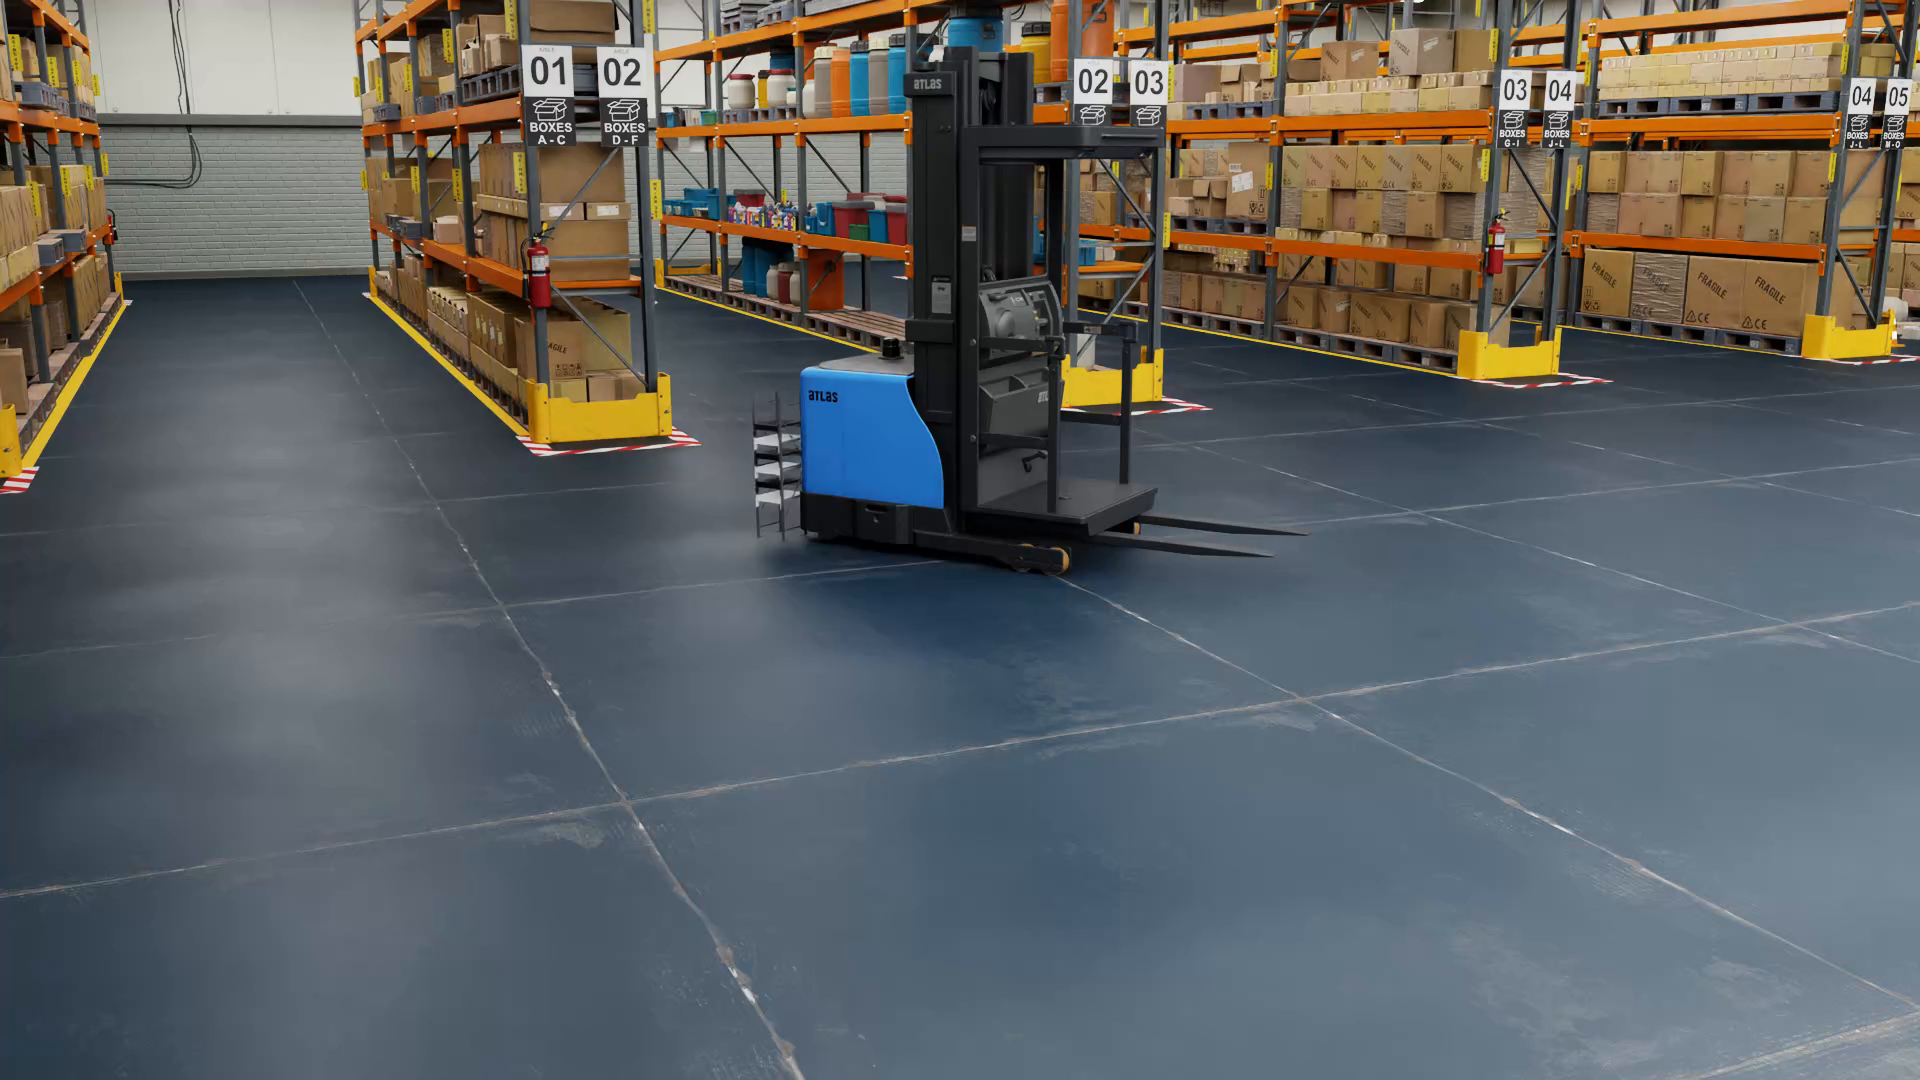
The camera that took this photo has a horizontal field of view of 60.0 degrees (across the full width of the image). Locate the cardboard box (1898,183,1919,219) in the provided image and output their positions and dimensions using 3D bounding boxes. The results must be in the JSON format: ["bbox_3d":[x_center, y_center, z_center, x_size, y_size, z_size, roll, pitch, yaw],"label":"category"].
[{"bbox_3d":[13.818,-4.839,23.744,0.500,0.500,0.500,-6,14,-23],"label":"cardboard box"}]

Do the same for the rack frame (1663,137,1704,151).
[{"bbox_3d":[14.828,-7.070,34.264,1.000,3.000,0.127,-6,14,-23],"label":"rack frame"}]

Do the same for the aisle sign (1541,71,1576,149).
[{"bbox_3d":[6.308,-4.527,17.513,0.394,0.787,0.004,-6,14,-23],"label":"aisle sign"}]

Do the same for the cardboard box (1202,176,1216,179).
[{"bbox_3d":[4.928,-6.631,31.487,0.500,0.500,0.500,-6,14,-23],"label":"cardboard box"}]

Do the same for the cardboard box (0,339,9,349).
[{"bbox_3d":[-8.758,-1.516,14.837,0.500,0.500,0.500,-7,15,-27],"label":"cardboard box"}]

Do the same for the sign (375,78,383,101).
[{"bbox_3d":[-8.371,-6.494,23.979,0.100,0.325,0.005,-6,14,-23],"label":"sign"}]

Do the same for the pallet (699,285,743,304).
[{"bbox_3d":[-3.667,-4.068,27.479,1.003,0.211,1.213,-6,14,-23],"label":"pallet"}]

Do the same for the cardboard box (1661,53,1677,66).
[{"bbox_3d":[9.235,-6.164,21.335,0.380,0.149,0.250,-5,14,-22],"label":"cardboard box"}]

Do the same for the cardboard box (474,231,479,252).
[{"bbox_3d":[-5.193,-3.278,18.181,0.396,0.266,0.258,-6,14,-24],"label":"cardboard box"}]

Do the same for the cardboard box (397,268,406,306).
[{"bbox_3d":[-7.907,-3.706,24.299,0.500,0.500,0.500,-6,14,-26],"label":"cardboard box"}]

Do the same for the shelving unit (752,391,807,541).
[{"bbox_3d":[-1.123,-0.464,10.375,0.210,0.900,0.258,8,15,33],"label":"shelving unit"}]

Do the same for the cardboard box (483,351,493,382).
[{"bbox_3d":[-4.374,-1.713,16.286,0.500,0.250,0.500,-6,14,-23],"label":"cardboard box"}]

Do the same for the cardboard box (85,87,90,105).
[{"bbox_3d":[-13.058,-6.510,24.371,0.500,0.250,0.500,-6,14,-25],"label":"cardboard box"}]

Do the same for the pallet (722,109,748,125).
[{"bbox_3d":[-2.934,-6.495,25.545,1.213,0.211,1.003,-6,14,-23],"label":"pallet"}]

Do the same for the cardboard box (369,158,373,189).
[{"bbox_3d":[-9.327,-5.971,27.078,0.500,0.500,0.500,-5,14,-22],"label":"cardboard box"}]

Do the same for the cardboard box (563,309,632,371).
[{"bbox_3d":[-3.283,-1.817,15.071,0.500,0.500,0.500,-6,14,-23],"label":"cardboard box"}]

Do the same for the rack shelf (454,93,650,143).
[{"bbox_3d":[-3.872,-3.877,15.410,1.077,0.370,4.000,-6,14,-23],"label":"rack shelf"}]

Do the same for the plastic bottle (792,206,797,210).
[{"bbox_3d":[-2.535,-4.986,25.536,0.152,0.276,0.135,-6,14,-23],"label":"plastic bottle"}]

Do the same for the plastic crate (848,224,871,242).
[{"bbox_3d":[-1.089,-3.857,20.851,0.450,0.188,0.662,-6,14,-23],"label":"plastic crate"}]

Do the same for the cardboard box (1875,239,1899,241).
[{"bbox_3d":[16.667,-5.161,30.352,0.875,0.625,0.625,-5,14,-21],"label":"cardboard box"}]

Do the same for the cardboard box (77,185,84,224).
[{"bbox_3d":[-11.592,-4.305,21.393,0.500,0.500,0.500,-6,14,-23],"label":"cardboard box"}]

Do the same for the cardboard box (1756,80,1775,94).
[{"bbox_3d":[9.845,-5.461,20.066,0.380,0.149,0.250,-5,14,-22],"label":"cardboard box"}]

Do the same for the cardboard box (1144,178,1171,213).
[{"bbox_3d":[3.056,-5.045,24.361,0.500,0.500,0.500,-8,15,-30],"label":"cardboard box"}]

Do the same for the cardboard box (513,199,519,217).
[{"bbox_3d":[-3.811,-2.992,14.985,0.380,0.149,0.250,-5,14,-21],"label":"cardboard box"}]

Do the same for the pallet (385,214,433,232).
[{"bbox_3d":[-7.657,-4.563,23.860,1.003,0.211,1.213,-6,14,-23],"label":"pallet"}]

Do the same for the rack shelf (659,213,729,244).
[{"bbox_3d":[-4.138,-5.341,28.390,1.077,0.370,4.000,-6,14,-23],"label":"rack shelf"}]

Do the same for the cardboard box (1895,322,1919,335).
[{"bbox_3d":[12.712,-2.841,22.315,0.380,0.149,0.250,1,13,6],"label":"cardboard box"}]

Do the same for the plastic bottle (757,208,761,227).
[{"bbox_3d":[-2.977,-4.800,24.742,0.097,0.271,0.097,0,13,0],"label":"plastic bottle"}]

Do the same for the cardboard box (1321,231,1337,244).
[{"bbox_3d":[4.601,-3.671,20.135,0.380,0.149,0.250,-6,14,-23],"label":"cardboard box"}]

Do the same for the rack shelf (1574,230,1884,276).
[{"bbox_3d":[9.792,-3.736,21.456,1.077,0.370,4.000,-6,14,-23],"label":"rack shelf"}]

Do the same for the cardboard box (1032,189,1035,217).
[{"bbox_3d":[1.358,-5.553,27.489,0.500,0.500,0.500,-6,14,-23],"label":"cardboard box"}]

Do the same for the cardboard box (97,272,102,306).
[{"bbox_3d":[-12.620,-3.534,23.599,0.700,0.500,0.500,-5,14,-22],"label":"cardboard box"}]

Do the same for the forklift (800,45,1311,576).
[{"bbox_3d":[0.542,-1.358,9.738,3.031,2.935,1.130,7,15,29],"label":"forklift"}]

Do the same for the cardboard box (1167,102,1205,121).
[{"bbox_3d":[3.178,-5.956,23.132,0.500,0.250,0.500,-5,14,-22],"label":"cardboard box"}]

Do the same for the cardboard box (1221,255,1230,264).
[{"bbox_3d":[5.125,-5.258,31.169,0.380,0.149,0.250,-6,14,-25],"label":"cardboard box"}]

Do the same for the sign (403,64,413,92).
[{"bbox_3d":[-6.773,-5.670,20.417,0.100,0.325,0.005,-6,14,-23],"label":"sign"}]

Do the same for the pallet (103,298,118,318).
[{"bbox_3d":[-13.140,-3.442,24.772,1.003,0.211,1.213,-6,14,-23],"label":"pallet"}]

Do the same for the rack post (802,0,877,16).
[{"bbox_3d":[-1.000,-7.045,20.408,1.013,1.000,3.121,-6,14,-23],"label":"rack post"}]

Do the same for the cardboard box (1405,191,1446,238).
[{"bbox_3d":[5.502,-3.649,18.601,0.875,0.500,0.500,-6,14,-23],"label":"cardboard box"}]

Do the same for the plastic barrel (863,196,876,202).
[{"bbox_3d":[-1.127,-4.313,22.105,0.421,0.512,0.421,0,13,0],"label":"plastic barrel"}]

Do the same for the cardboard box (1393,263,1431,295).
[{"bbox_3d":[7.550,-4.301,26.359,1.050,0.750,0.750,-6,14,-24],"label":"cardboard box"}]

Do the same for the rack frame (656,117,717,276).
[{"bbox_3d":[-4.940,-6.105,30.094,1.000,3.000,0.127,-6,14,-23],"label":"rack frame"}]

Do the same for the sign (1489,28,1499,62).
[{"bbox_3d":[5.491,-5.093,17.108,0.100,0.325,0.005,-6,14,-23],"label":"sign"}]

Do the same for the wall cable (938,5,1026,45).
[{"bbox_3d":[0.492,-12.522,37.381,2.277,5.999,0.120,-6,14,-23],"label":"wall cable"}]

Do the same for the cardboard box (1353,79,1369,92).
[{"bbox_3d":[4.810,-5.294,19.389,0.380,0.149,0.250,-6,14,-24],"label":"cardboard box"}]

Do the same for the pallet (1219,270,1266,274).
[{"bbox_3d":[5.485,-4.930,31.202,1.003,0.211,1.213,-6,14,-23],"label":"pallet"}]

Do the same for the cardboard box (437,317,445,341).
[{"bbox_3d":[-5.918,-2.525,19.794,0.500,0.250,0.500,-6,14,-24],"label":"cardboard box"}]

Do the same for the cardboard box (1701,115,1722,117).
[{"bbox_3d":[12.521,-6.994,27.053,0.797,0.503,0.637,-6,14,-23],"label":"cardboard box"}]

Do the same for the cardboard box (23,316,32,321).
[{"bbox_3d":[-9.773,-1.980,16.840,0.700,0.500,0.500,-6,14,-24],"label":"cardboard box"}]

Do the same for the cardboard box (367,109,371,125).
[{"bbox_3d":[-9.117,-6.710,26.388,0.500,0.250,0.500,-6,14,-23],"label":"cardboard box"}]

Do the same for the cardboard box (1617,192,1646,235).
[{"bbox_3d":[9.390,-4.386,22.337,0.875,0.550,0.550,-6,14,-23],"label":"cardboard box"}]

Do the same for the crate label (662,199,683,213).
[{"bbox_3d":[-5.142,-5.972,29.758,0.416,0.233,0.303,-6,14,-23],"label":"crate label"}]

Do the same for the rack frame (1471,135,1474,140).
[{"bbox_3d":[10.281,-6.621,32.324,1.000,3.000,0.127,-6,14,-23],"label":"rack frame"}]

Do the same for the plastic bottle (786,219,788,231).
[{"bbox_3d":[-2.410,-4.473,23.486,0.097,0.201,0.097,0,13,0],"label":"plastic bottle"}]
